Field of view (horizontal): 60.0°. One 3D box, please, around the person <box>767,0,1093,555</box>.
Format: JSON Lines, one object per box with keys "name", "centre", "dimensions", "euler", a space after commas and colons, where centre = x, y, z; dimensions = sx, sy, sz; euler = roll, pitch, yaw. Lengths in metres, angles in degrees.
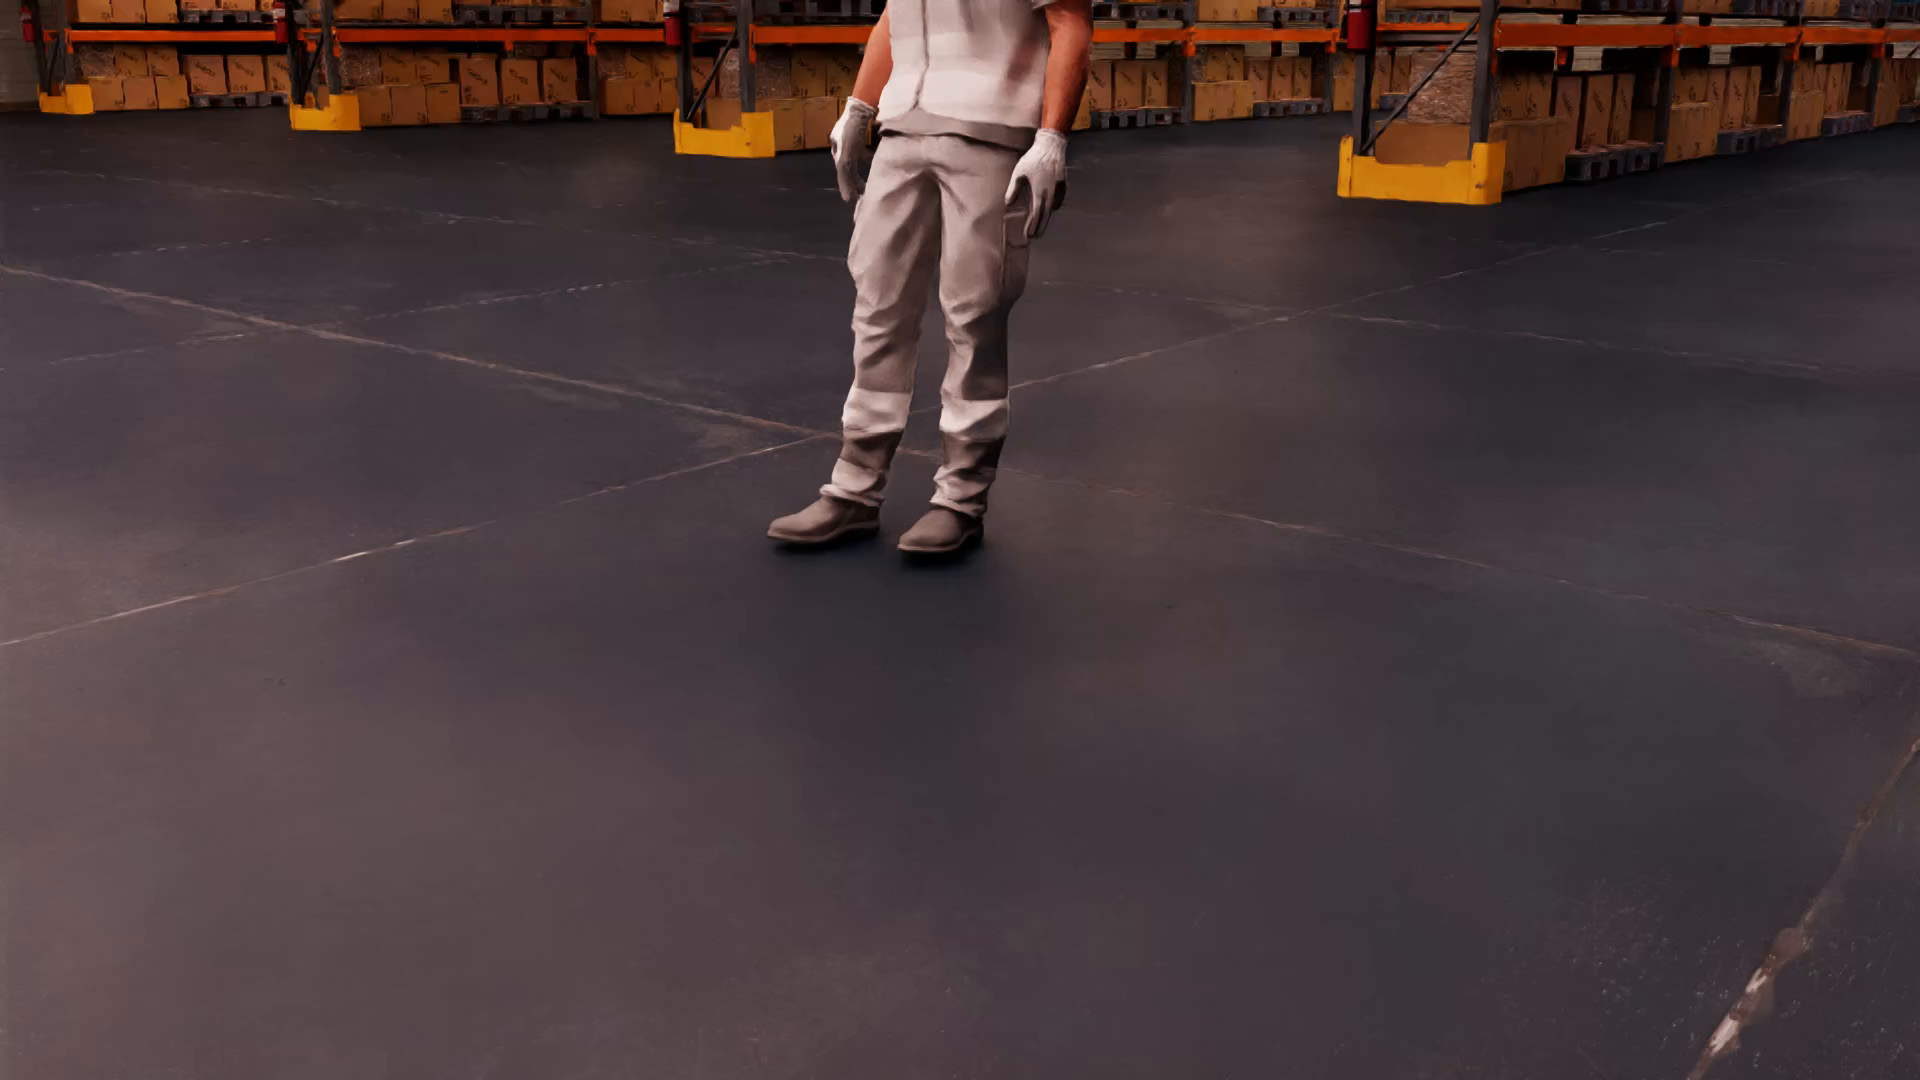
{"name": "person", "centre": [-0.060, -0.846, 3.627], "dimensions": [0.637, 1.787, 0.561], "euler": [13, 21, 37]}
